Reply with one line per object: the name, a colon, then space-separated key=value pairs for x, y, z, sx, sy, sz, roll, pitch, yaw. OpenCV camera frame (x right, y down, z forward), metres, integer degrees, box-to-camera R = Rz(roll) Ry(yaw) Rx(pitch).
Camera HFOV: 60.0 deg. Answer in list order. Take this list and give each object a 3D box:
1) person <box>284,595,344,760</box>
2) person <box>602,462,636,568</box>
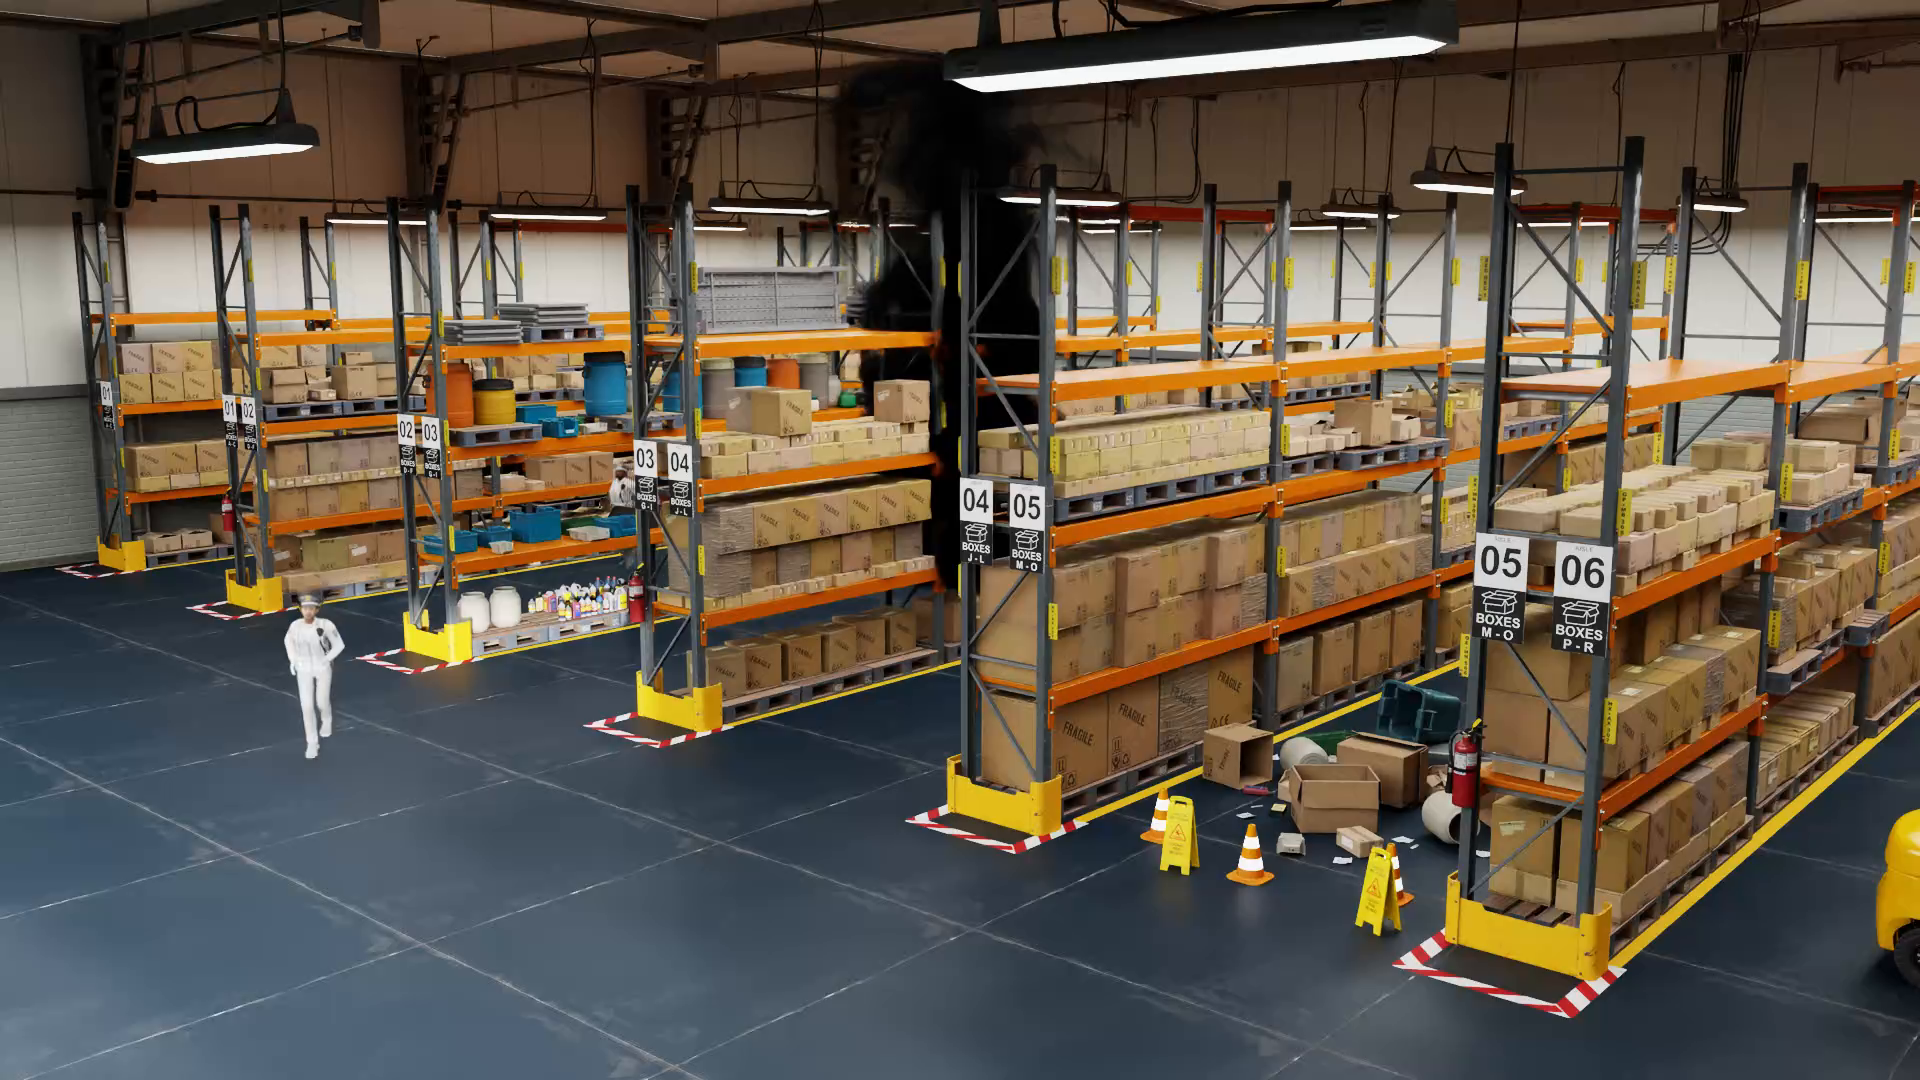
person: x=-6.892 y=1.402 z=17.782 sx=0.621 sy=1.709 sz=0.875 roll=-2 pitch=10 yaw=-14
person: x=-5.511 y=-0.391 z=26.910 sx=0.563 sy=1.718 sz=0.572 roll=6 pitch=11 yaw=33
